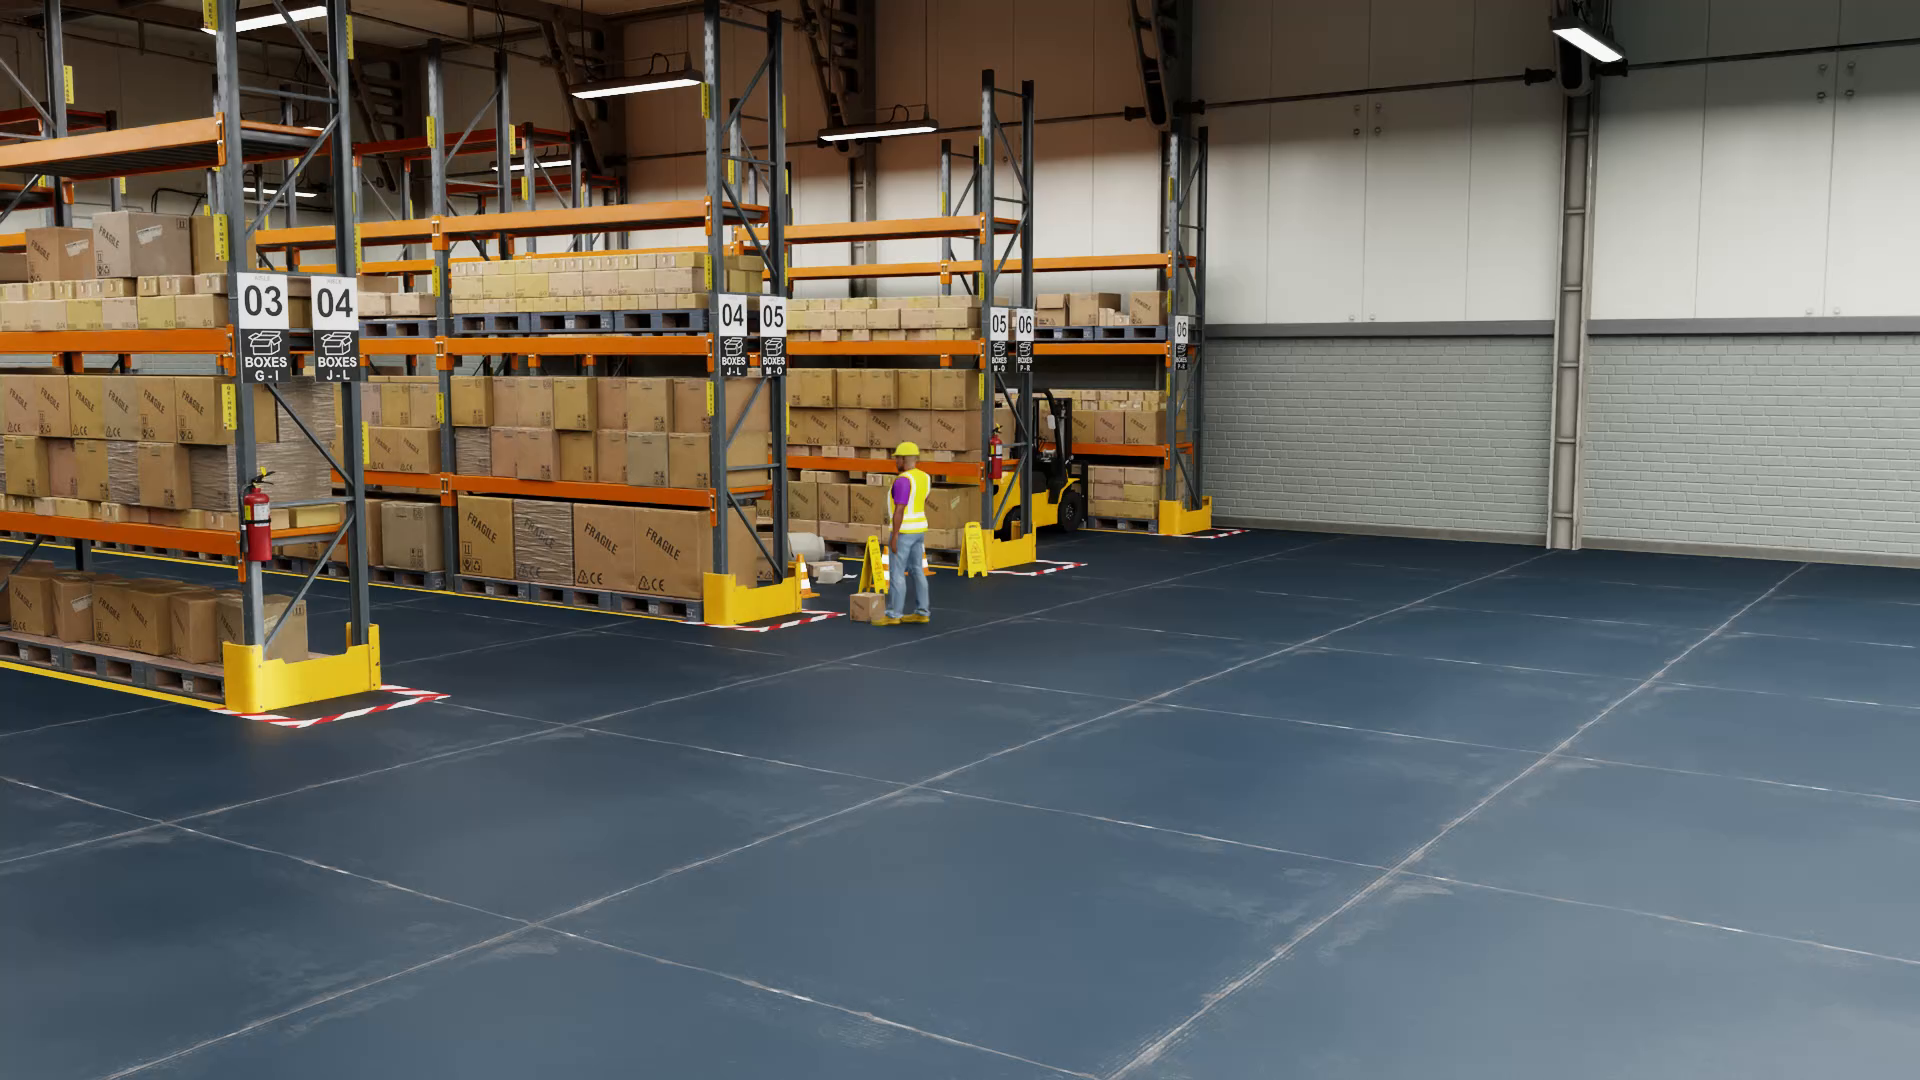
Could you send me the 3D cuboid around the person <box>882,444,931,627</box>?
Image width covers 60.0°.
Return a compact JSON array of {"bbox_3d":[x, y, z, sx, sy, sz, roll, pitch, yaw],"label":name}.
[{"bbox_3d":[-0.533,-0.047,16.178,0.384,1.785,0.566,4,8,35],"label":"person"}]
